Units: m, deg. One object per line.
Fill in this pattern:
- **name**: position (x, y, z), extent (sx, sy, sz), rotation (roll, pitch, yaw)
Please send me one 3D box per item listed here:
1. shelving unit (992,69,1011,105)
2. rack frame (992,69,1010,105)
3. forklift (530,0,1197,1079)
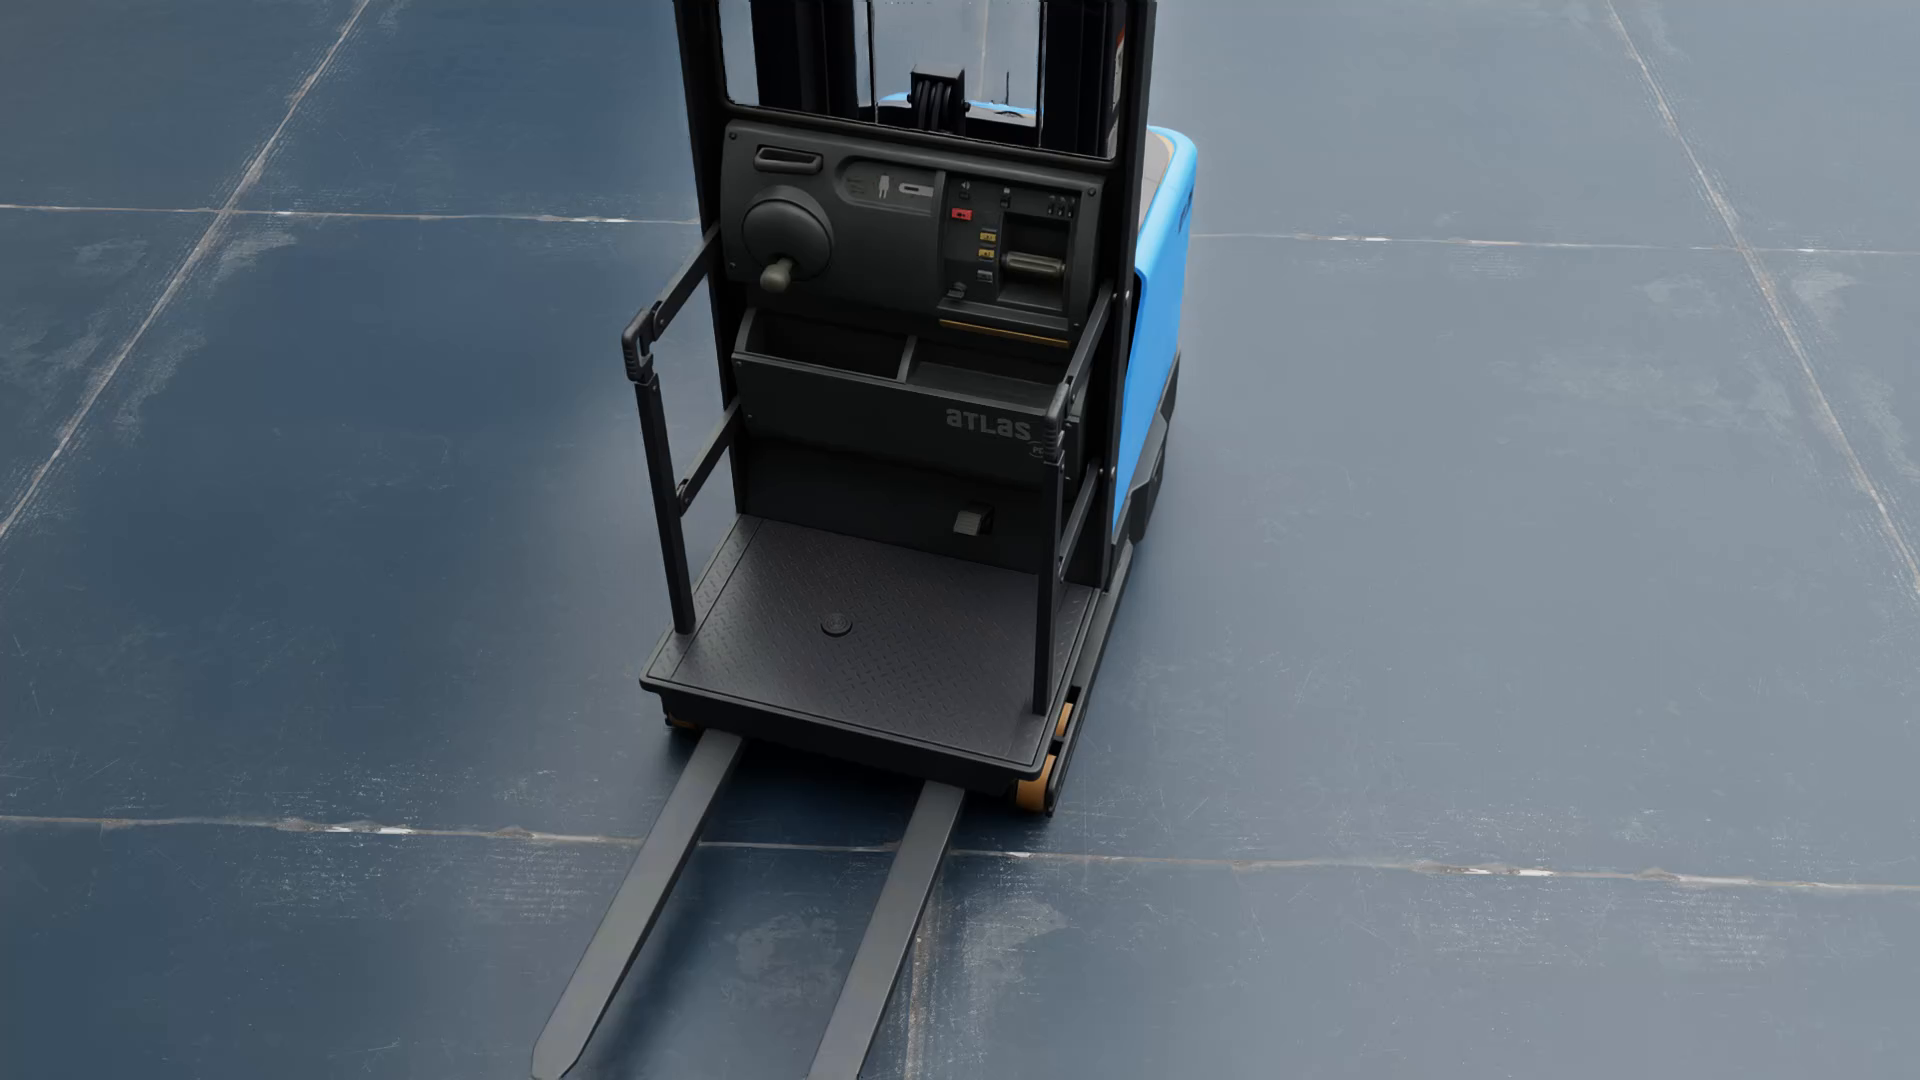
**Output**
- **shelving unit**: position (0.248, -1.036, 5.592), extent (0.252, 1.050, 0.215), rotation (11, 44, 12)
- **rack frame**: position (0.131, -1.059, 5.617), extent (0.008, 1.050, 0.200), rotation (11, 44, 12)
- **forklift**: position (-0.188, -0.650, 3.798), extent (1.130, 2.935, 3.031), rotation (12, 44, 12)
